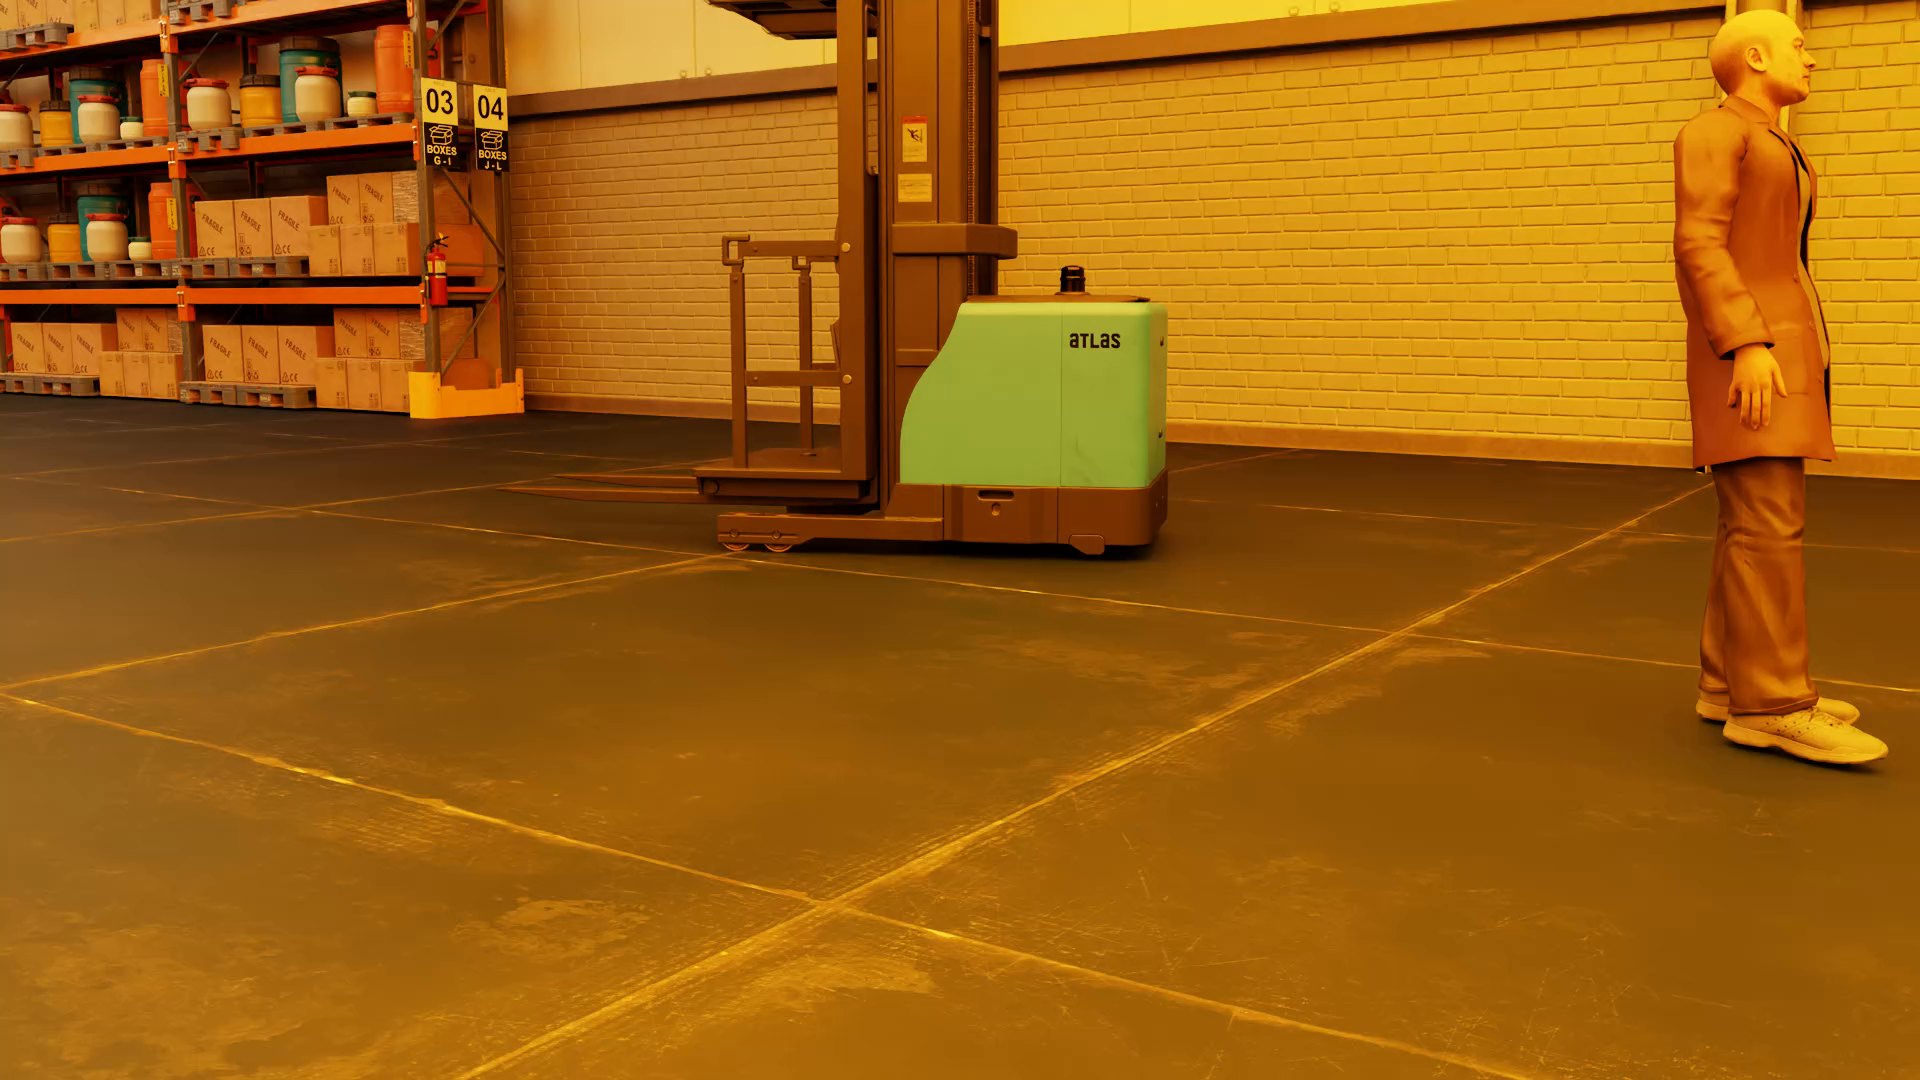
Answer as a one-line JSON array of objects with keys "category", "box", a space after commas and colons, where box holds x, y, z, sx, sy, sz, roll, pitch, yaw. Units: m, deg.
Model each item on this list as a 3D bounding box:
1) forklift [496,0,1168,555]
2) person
[{"category": "forklift", "box": [-0.596, -1.469, 7.520, 3.031, 2.935, 1.130, 2, 8, 12]}, {"category": "person", "box": [2.065, -0.406, 4.090, 0.582, 1.775, 0.697, 6, 10, 37]}]
